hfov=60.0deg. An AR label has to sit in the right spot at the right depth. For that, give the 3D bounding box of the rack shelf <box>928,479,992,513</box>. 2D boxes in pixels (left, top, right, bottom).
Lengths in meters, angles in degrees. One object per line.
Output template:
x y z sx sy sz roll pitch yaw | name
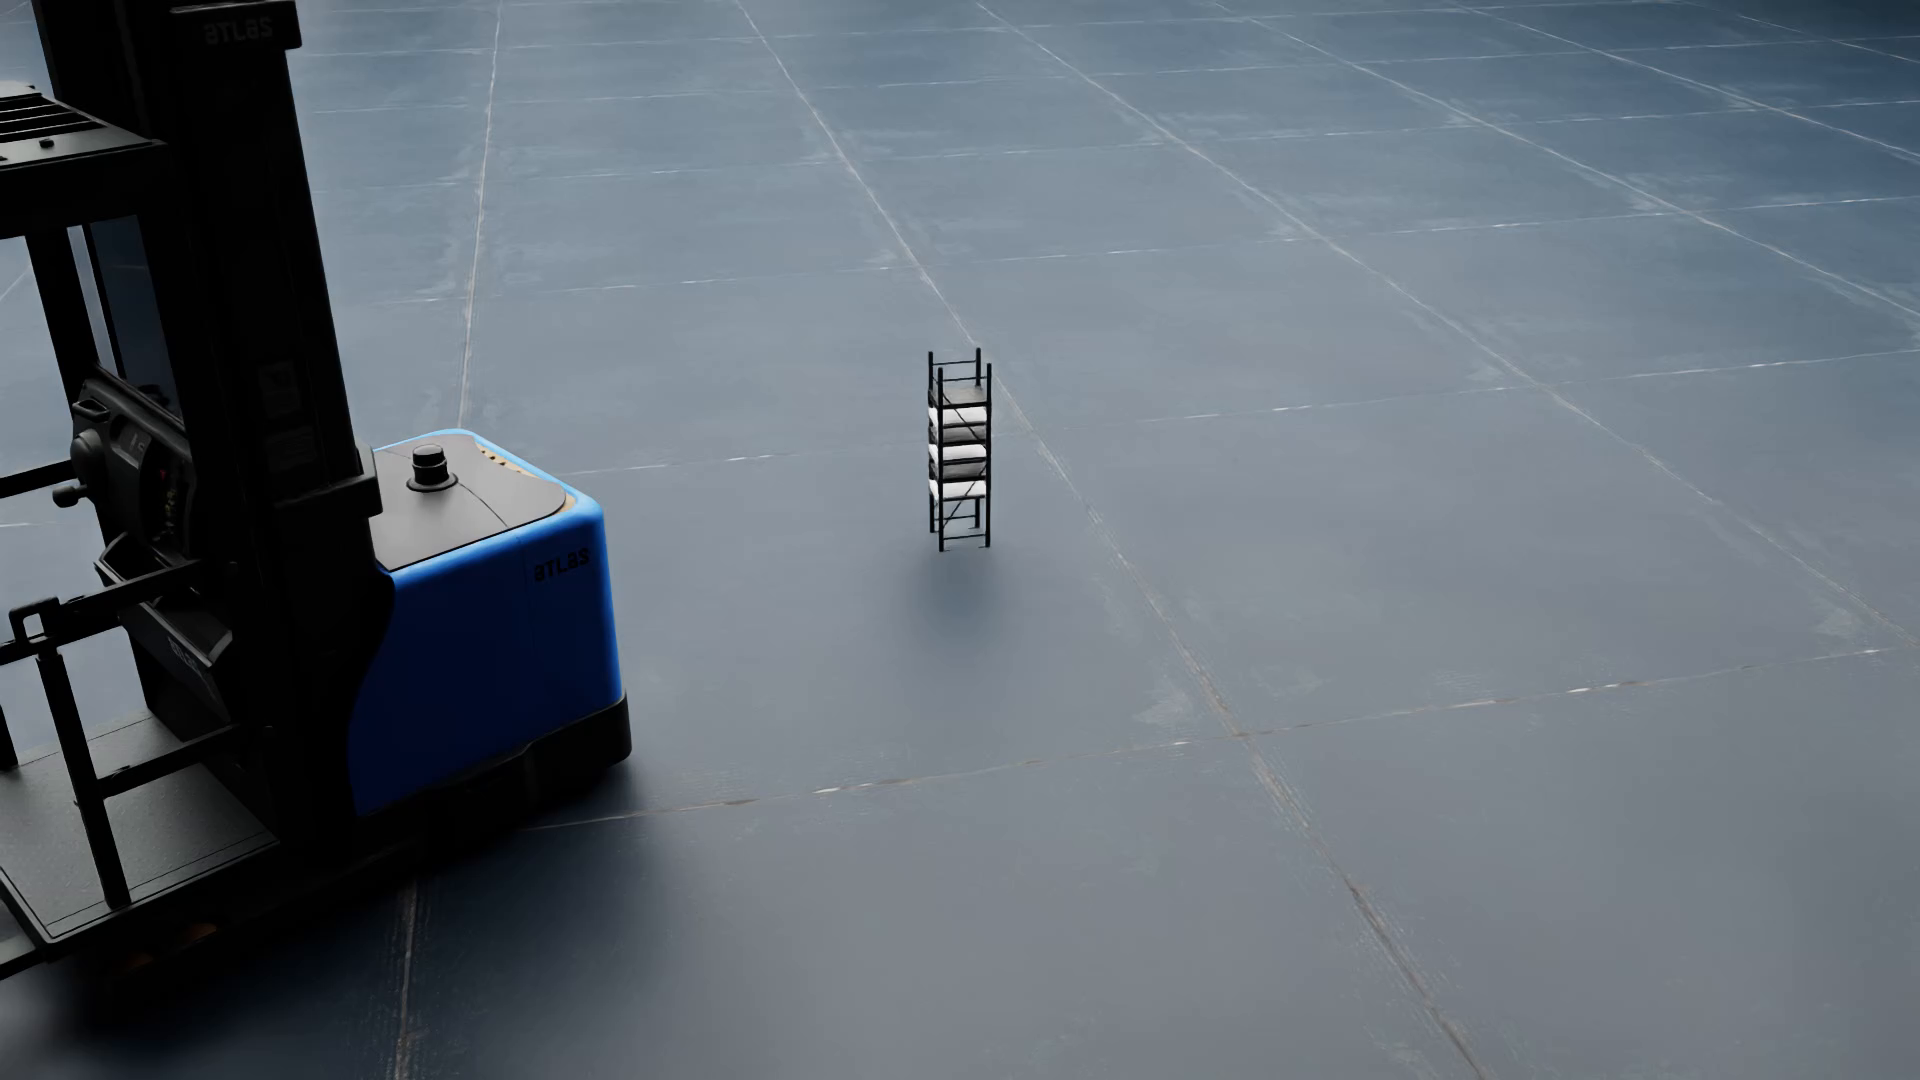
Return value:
-0.002 -0.215 7.650 0.258 0.077 0.200 -6 27 -12 | rack shelf

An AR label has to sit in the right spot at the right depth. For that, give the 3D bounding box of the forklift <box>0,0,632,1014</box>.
-2.606 -0.169 4.833 3.031 2.935 1.130 -24 35 -38 | forklift

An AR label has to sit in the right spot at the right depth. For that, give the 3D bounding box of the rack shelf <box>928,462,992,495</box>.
-0.002 -0.295 7.610 0.258 0.077 0.200 -6 27 -12 | rack shelf

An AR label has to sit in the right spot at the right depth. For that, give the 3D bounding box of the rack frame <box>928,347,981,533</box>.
-0.025 -0.450 7.643 0.240 0.900 0.006 -6 27 -12 | rack frame

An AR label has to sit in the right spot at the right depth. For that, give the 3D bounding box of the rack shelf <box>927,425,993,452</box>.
-0.002 -0.456 7.529 0.258 0.077 0.200 -6 27 -12 | rack shelf

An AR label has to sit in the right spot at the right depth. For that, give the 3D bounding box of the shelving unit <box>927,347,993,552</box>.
-0.002 -0.405 7.554 0.258 0.900 0.210 -6 27 -12 | shelving unit

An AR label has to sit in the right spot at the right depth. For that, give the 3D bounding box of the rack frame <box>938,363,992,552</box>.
0.021 -0.361 7.466 0.240 0.900 0.006 -6 27 -12 | rack frame

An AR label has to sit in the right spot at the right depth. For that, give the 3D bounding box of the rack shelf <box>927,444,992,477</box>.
-0.002 -0.376 7.569 0.258 0.077 0.200 -6 27 -12 | rack shelf

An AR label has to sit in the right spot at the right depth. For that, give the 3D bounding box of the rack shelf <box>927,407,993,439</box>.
-0.002 -0.536 7.488 0.258 0.077 0.200 -6 27 -12 | rack shelf

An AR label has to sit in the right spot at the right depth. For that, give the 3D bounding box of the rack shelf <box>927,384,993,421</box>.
-0.002 -0.617 7.448 0.258 0.077 0.200 -6 27 -12 | rack shelf
